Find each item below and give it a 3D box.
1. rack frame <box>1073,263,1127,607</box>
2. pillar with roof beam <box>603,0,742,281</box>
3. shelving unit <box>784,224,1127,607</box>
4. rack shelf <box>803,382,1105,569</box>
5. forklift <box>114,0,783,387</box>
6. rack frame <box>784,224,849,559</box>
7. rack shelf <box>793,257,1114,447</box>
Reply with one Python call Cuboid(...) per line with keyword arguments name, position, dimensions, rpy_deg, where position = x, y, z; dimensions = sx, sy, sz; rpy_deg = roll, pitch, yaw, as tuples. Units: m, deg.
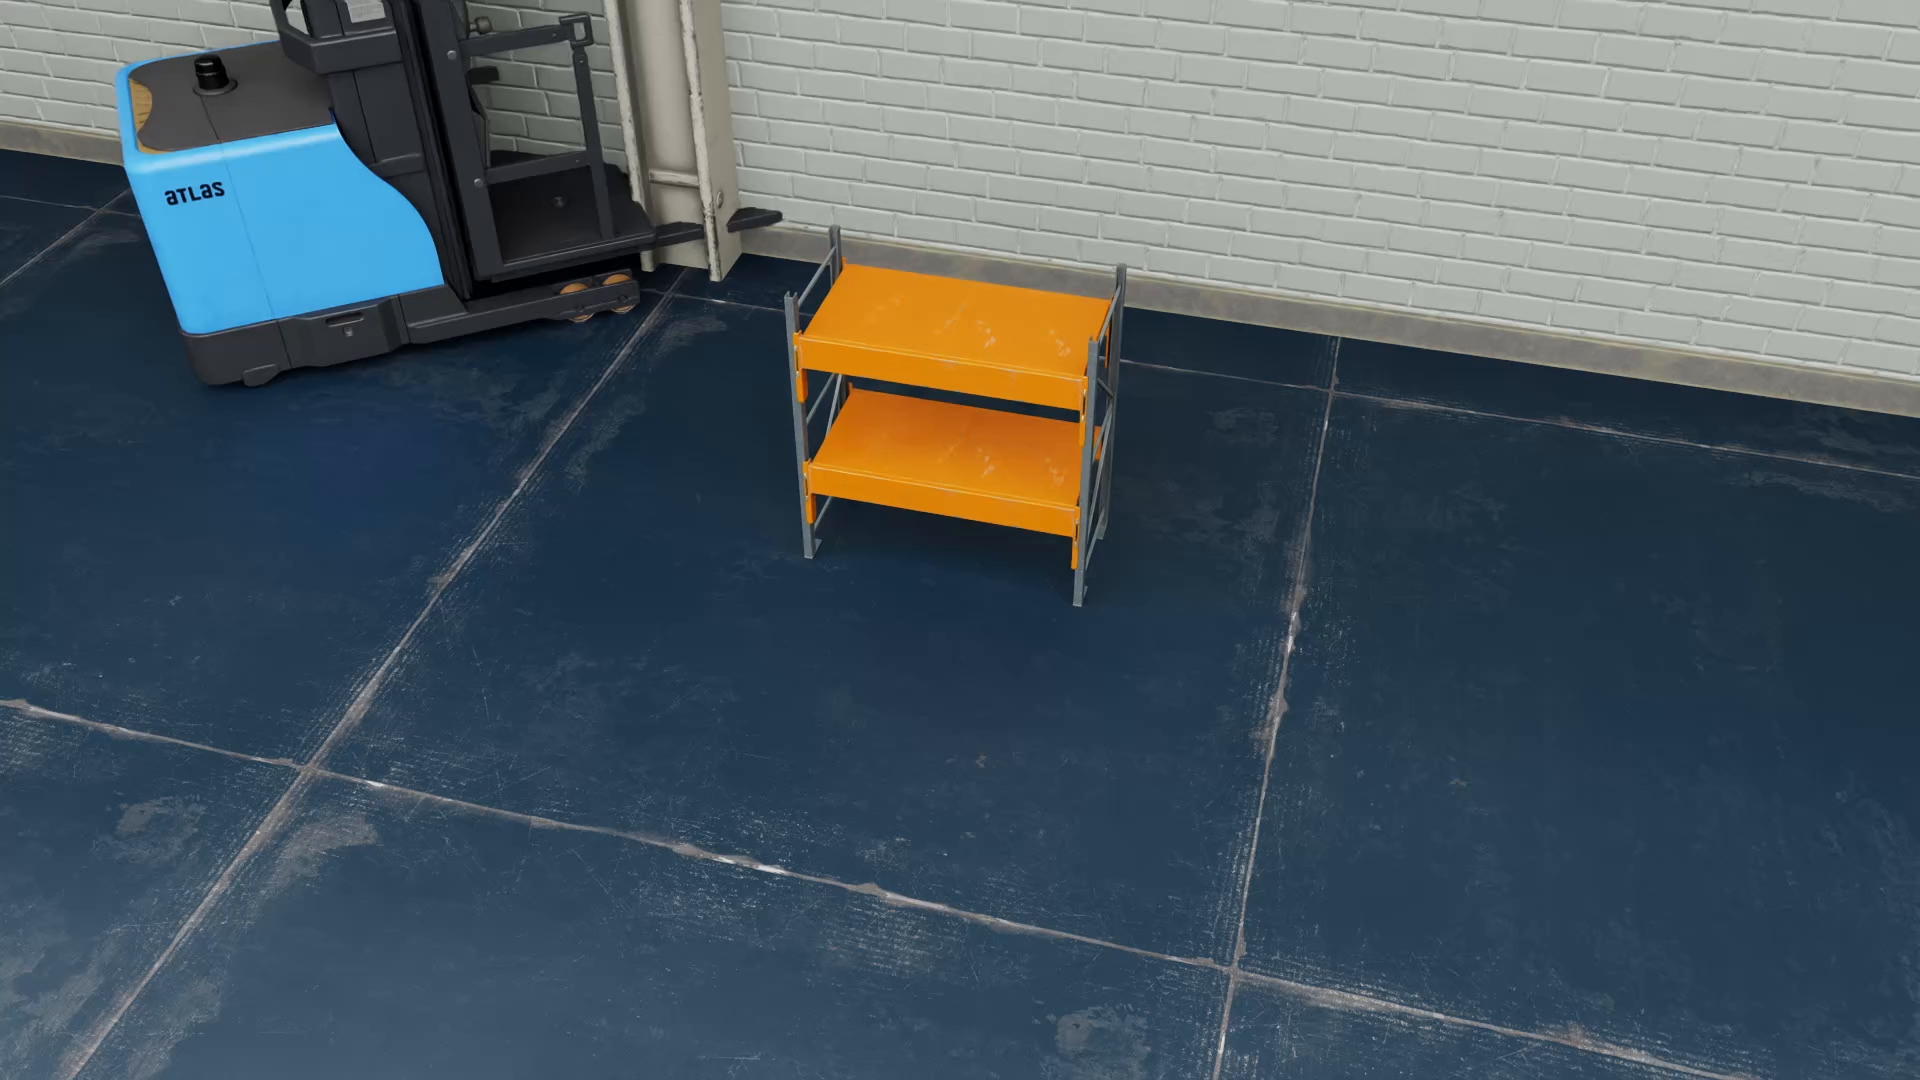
Cuboid(name="rack frame", position=(0.485, -0.347, 5.789), dimensions=(0.032, 1.125, 0.500), rpy_deg=(10, 41, 11))
Cuboid(name="pillar with roof beam", position=(-2.368, -2.091, 1.743), dimensions=(0.400, 9.000, 9.100), rpy_deg=(10, 41, 11))
Cuboid(name="shelving unit", position=(-0.007, -0.432, 5.890), dimensions=(1.048, 1.125, 0.538), rpy_deg=(10, 41, 11))
Cuboid(name="rack shelf", position=(-0.007, -0.245, 6.047), dimensions=(1.000, 0.278, 0.538), rpy_deg=(10, 41, 11))
Cuboid(name="forklift", position=(-1.979, -2.389, 6.815), dimensions=(3.031, 2.935, 1.130), rpy_deg=(-16, 43, -18))
Cuboid(name="rack frame", position=(-0.498, -0.516, 5.990), dimensions=(0.032, 1.125, 0.500), rpy_deg=(10, 41, 11))
Cuboid(name="rack shelf", position=(-0.007, -0.656, 5.701), dimensions=(1.000, 0.278, 0.538), rpy_deg=(10, 41, 11))
